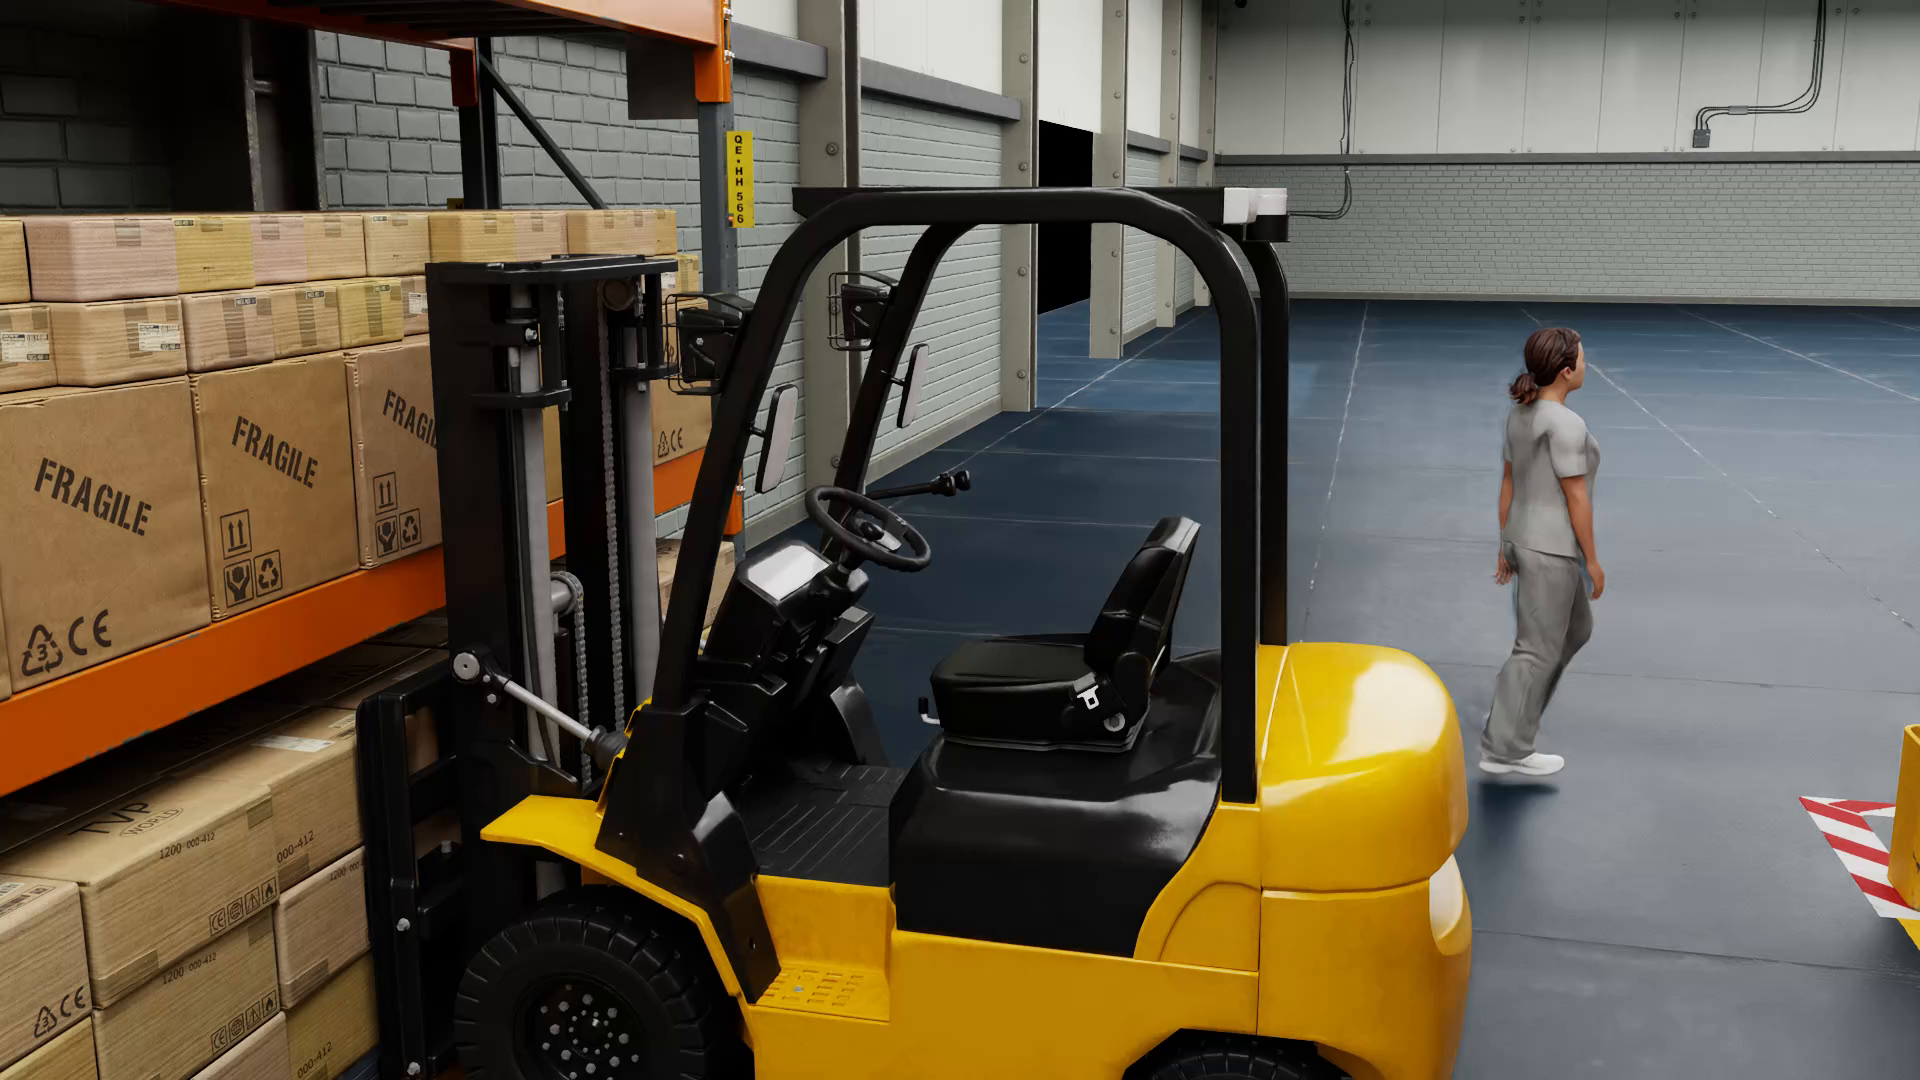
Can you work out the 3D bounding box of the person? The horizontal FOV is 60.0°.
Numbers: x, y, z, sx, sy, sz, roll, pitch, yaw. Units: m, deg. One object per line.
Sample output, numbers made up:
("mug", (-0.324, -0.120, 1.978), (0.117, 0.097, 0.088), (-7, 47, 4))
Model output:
("person", (2.167, 0.068, 6.070), (0.454, 1.685, 0.439), (-1, 12, -4))
